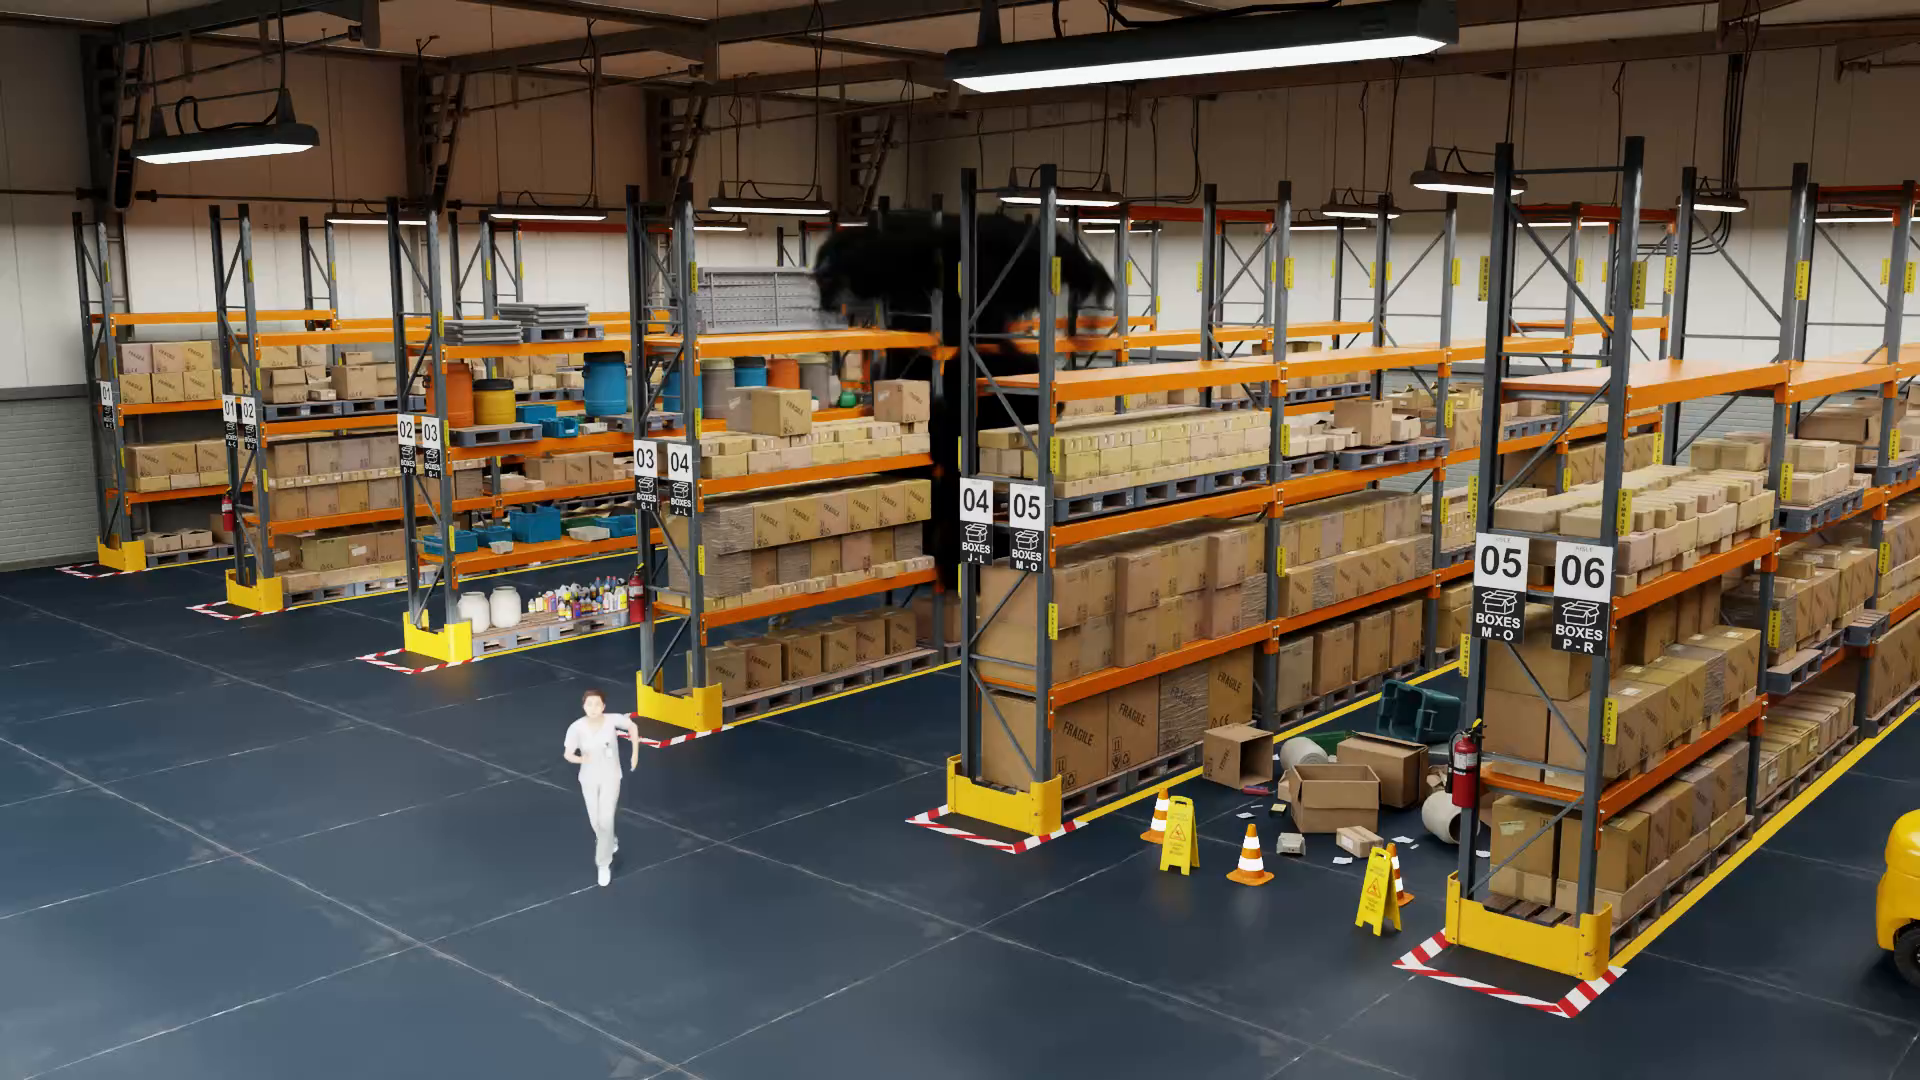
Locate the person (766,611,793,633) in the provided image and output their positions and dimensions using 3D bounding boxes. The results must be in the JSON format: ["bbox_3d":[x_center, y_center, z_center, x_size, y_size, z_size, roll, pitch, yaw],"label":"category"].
[{"bbox_3d":[-2.448,0.348,22.081,0.677,1.854,0.712,7,12,35],"label":"person"}]

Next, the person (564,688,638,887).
[{"bbox_3d":[-3.015,2.040,14.019,0.588,1.674,0.813,-1,10,-6],"label":"person"}]

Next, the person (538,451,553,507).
[{"bbox_3d":[-7.903,-0.931,31.781,0.607,1.632,0.941,7,12,35],"label":"person"}]
